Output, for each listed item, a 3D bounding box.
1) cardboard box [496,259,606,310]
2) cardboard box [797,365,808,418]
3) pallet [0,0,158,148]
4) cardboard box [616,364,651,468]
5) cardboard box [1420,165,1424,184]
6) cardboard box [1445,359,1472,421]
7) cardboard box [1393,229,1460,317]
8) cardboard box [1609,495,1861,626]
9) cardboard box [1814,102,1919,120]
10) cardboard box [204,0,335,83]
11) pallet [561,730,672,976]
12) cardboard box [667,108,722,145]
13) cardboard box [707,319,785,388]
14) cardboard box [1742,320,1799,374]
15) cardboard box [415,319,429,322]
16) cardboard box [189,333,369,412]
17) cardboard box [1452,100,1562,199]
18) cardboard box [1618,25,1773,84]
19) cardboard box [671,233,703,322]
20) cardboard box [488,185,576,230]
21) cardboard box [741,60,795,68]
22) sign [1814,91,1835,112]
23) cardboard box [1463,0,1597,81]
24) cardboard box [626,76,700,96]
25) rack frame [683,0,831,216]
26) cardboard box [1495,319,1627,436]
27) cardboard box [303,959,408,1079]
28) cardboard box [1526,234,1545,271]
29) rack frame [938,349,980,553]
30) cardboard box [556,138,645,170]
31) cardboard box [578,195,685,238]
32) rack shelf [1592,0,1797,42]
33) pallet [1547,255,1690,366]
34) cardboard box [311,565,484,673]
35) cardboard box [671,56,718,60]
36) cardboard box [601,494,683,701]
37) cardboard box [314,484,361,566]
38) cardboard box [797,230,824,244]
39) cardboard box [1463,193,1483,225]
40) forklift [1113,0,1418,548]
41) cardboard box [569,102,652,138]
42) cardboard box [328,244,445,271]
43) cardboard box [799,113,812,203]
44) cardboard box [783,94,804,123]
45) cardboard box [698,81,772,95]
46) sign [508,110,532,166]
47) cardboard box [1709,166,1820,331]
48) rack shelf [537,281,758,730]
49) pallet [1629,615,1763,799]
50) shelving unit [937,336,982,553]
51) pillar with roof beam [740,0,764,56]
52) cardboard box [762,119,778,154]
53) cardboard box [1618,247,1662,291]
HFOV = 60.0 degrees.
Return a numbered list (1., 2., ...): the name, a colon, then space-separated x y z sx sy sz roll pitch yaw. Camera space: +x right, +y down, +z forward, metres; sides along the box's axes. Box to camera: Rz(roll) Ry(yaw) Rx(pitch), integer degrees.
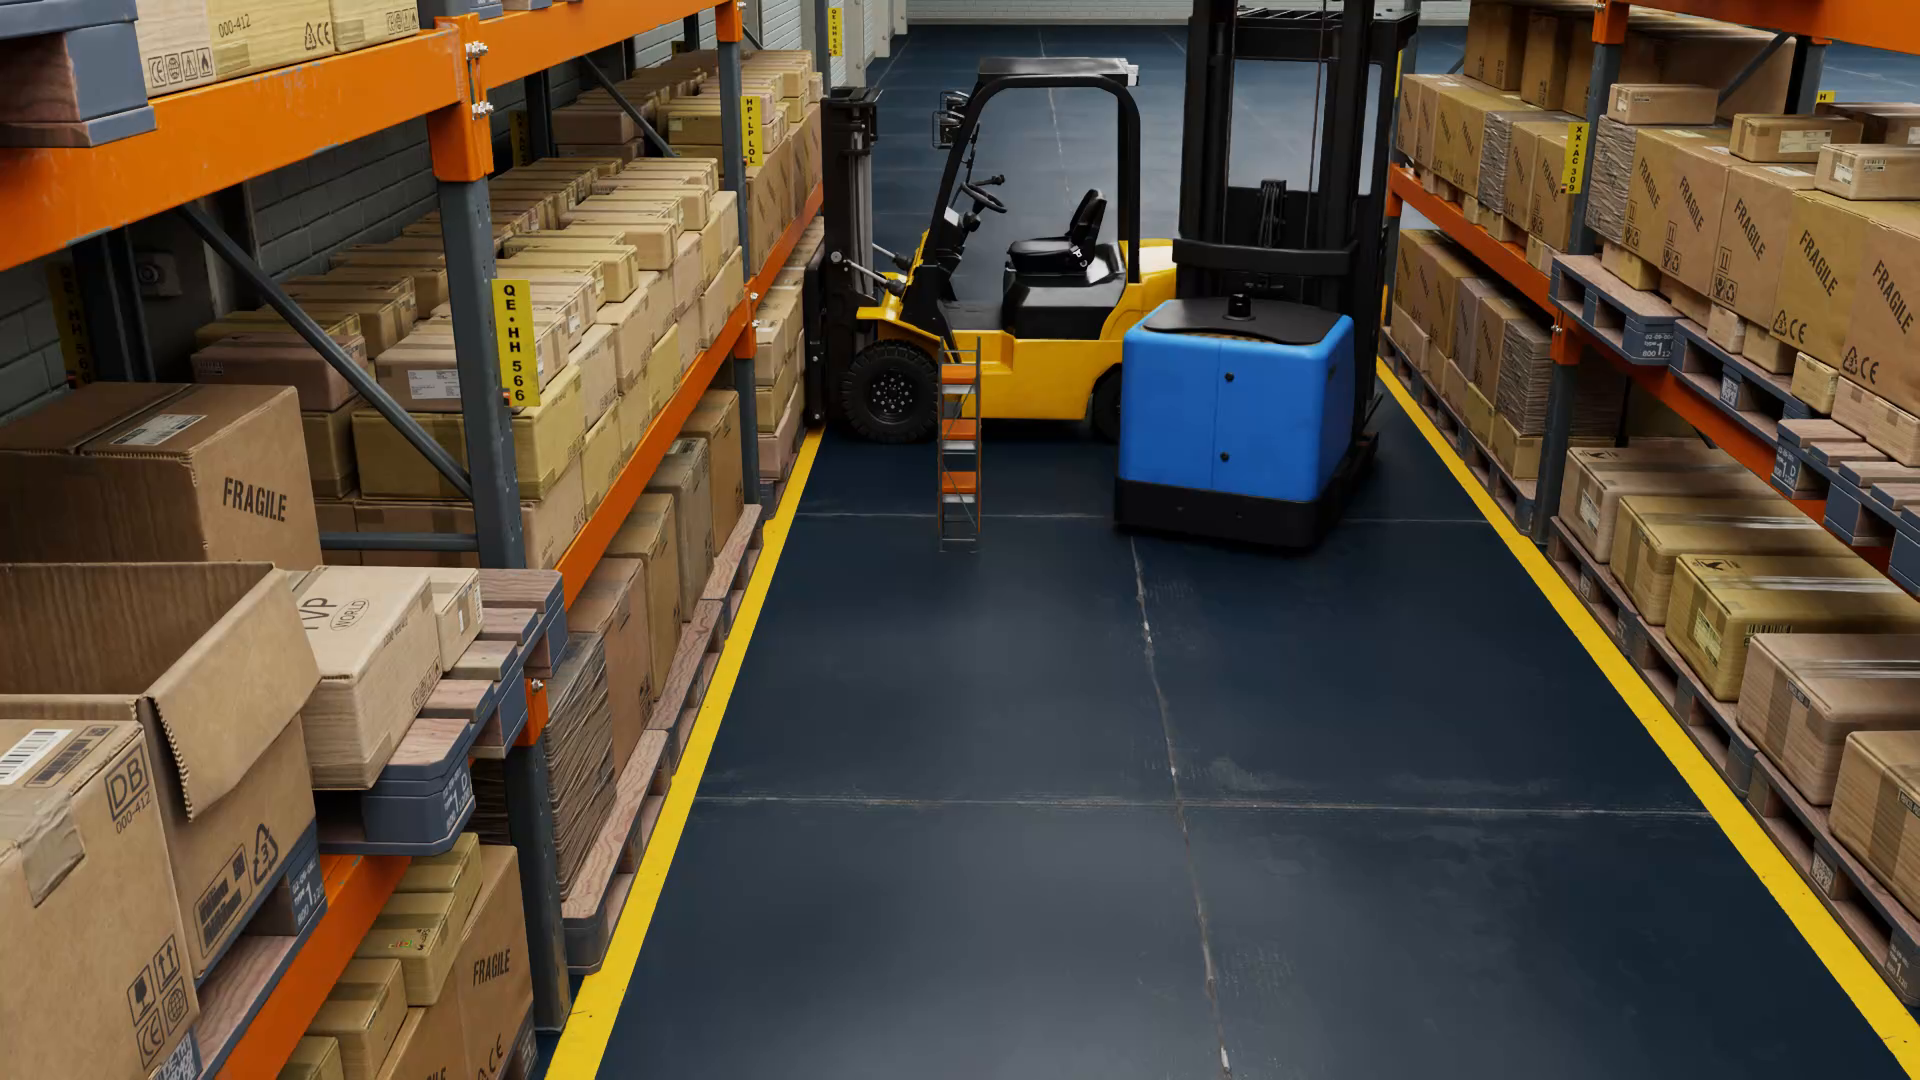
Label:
1. cardboard box: -1.388 -0.827 5.478 0.380 0.149 0.250 1 21 2
2. cardboard box: -1.187 -0.891 9.900 0.500 0.250 0.500 1 21 3
3. pallet: -1.657 -0.465 1.693 1.213 0.211 1.003 1 21 2
4. cardboard box: -1.367 -0.446 5.739 0.500 0.250 0.500 0 21 0
5. cardboard box: 3.251 -2.405 10.928 0.380 0.149 0.250 0 21 0
6. cardboard box: 3.205 -0.890 9.897 0.500 0.250 0.500 1 21 2
7. cardboard box: 3.250 -1.796 11.194 0.500 0.500 0.500 0 21 0
8. cardboard box: 3.397 0.096 7.187 0.950 0.372 0.625 2 21 5
9. cardboard box: 3.633 -1.648 6.602 0.380 0.149 0.250 0 21 0
10. cardboard box: -1.442 -0.949 2.887 0.500 0.250 0.500 1 21 2
11. pallet: -1.590 1.013 5.627 1.003 0.211 1.213 1 21 2
12. cardboard box: -1.226 -2.036 8.183 0.380 0.149 0.250 1 21 3
13. cardboard box: -1.204 -0.988 8.766 0.500 0.250 0.500 0 21 1
14. cardboard box: 3.050 -0.698 5.947 0.380 0.149 0.250 0 21 0
15. cardboard box: -1.886 -0.685 5.663 0.500 0.250 0.500 0 21 1
16. cardboard box: -1.847 -0.459 4.530 0.380 0.149 0.250 1 21 3
17. cardboard box: 3.225 -2.291 9.737 0.500 0.500 0.500 0 21 1
18. cardboard box: 3.697 -2.376 8.573 0.700 0.500 0.500 1 21 2
19. cardboard box: -1.322 -1.048 6.600 0.500 0.250 0.500 1 21 3
20. cardboard box: -1.814 -1.381 6.907 0.380 0.149 0.250 0 21 1
21. cardboard box: -1.250 -2.965 10.577 0.380 0.149 0.250 1 21 2
22. sign: 3.984 -1.918 7.725 0.100 0.325 0.005 1 21 2
23. cardboard box: 3.753 -3.294 10.939 0.700 0.500 0.500 0 21 0
24. cardboard box: -1.715 -2.597 9.628 0.380 0.149 0.250 1 21 3
25. rack frame: -1.411 -2.883 11.811 1.000 3.000 0.127 1 21 2
26. cardboard box: 3.179 -0.863 8.791 0.500 0.500 0.500 0 21 1
27. cardboard box: -1.445 1.052 3.649 0.380 0.149 0.250 0 21 0
28. cardboard box: 3.135 -1.476 8.533 0.380 0.149 0.250 1 21 3
29. rack frame: -0.005 -0.426 8.175 0.200 1.050 0.008 1 21 2
30. cardboard box: -1.779 -1.904 8.255 0.380 0.149 0.250 1 21 1
31. cardboard box: -1.317 -1.287 6.665 0.380 0.149 0.250 0 21 0
32. rack shelf: 3.490 -3.169 9.398 1.077 0.370 4.000 1 21 2
33. pallet: 3.260 -1.019 7.273 1.003 0.211 1.213 1 21 2
34. cardboard box: -1.291 0.173 3.703 0.380 0.149 0.250 1 21 3
35. cardboard box: -1.670 -3.061 10.826 0.380 0.149 0.250 1 21 3
36. cardboard box: -1.589 0.216 6.527 0.875 0.625 0.625 0 21 -1
37. cardboard box: -1.896 -0.085 4.810 0.500 0.250 0.500 0 21 0
38. cardboard box: -1.123 -1.908 11.138 0.500 0.250 0.500 1 21 3
39. cardboard box: 3.171 -1.938 9.725 0.380 0.149 0.250 1 21 2
40. forklift: 1.817 -1.827 9.186 1.130 2.935 3.031 8 23 20
41. cardboard box: -1.776 -2.133 8.433 0.380 0.149 0.250 0 21 0
42. cardboard box: -1.934 -0.922 5.723 0.380 0.149 0.250 0 21 1
43. cardboard box: -1.204 -2.376 10.366 0.500 0.500 0.500 0 21 1
44. cardboard box: -1.156 -2.639 10.149 0.380 0.149 0.250 1 21 2
45. cardboard box: -1.266 -2.503 9.386 0.380 0.149 0.250 1 21 1
46. sign: -2.087 -1.882 7.927 0.100 0.325 0.005 1 21 2
47. cardboard box: 3.080 -1.052 5.964 0.500 0.500 0.500 0 21 -1
48. rack shelf: -1.593 -0.378 6.350 1.077 0.370 4.000 1 21 2
49. pallet: 3.372 0.641 6.586 1.003 0.211 1.213 1 21 2
50. shelving unit: -0.002 -0.470 8.289 0.215 1.050 0.252 1 21 2
51. pillar with roof beam: 2.153 -7.560 15.572 9.100 9.000 0.400 1 21 2
52. cardboard box: -1.192 -2.174 8.951 0.380 0.149 0.250 1 21 3
53. cardboard box: 3.080 -1.175 7.178 0.380 0.149 0.250 1 21 3
